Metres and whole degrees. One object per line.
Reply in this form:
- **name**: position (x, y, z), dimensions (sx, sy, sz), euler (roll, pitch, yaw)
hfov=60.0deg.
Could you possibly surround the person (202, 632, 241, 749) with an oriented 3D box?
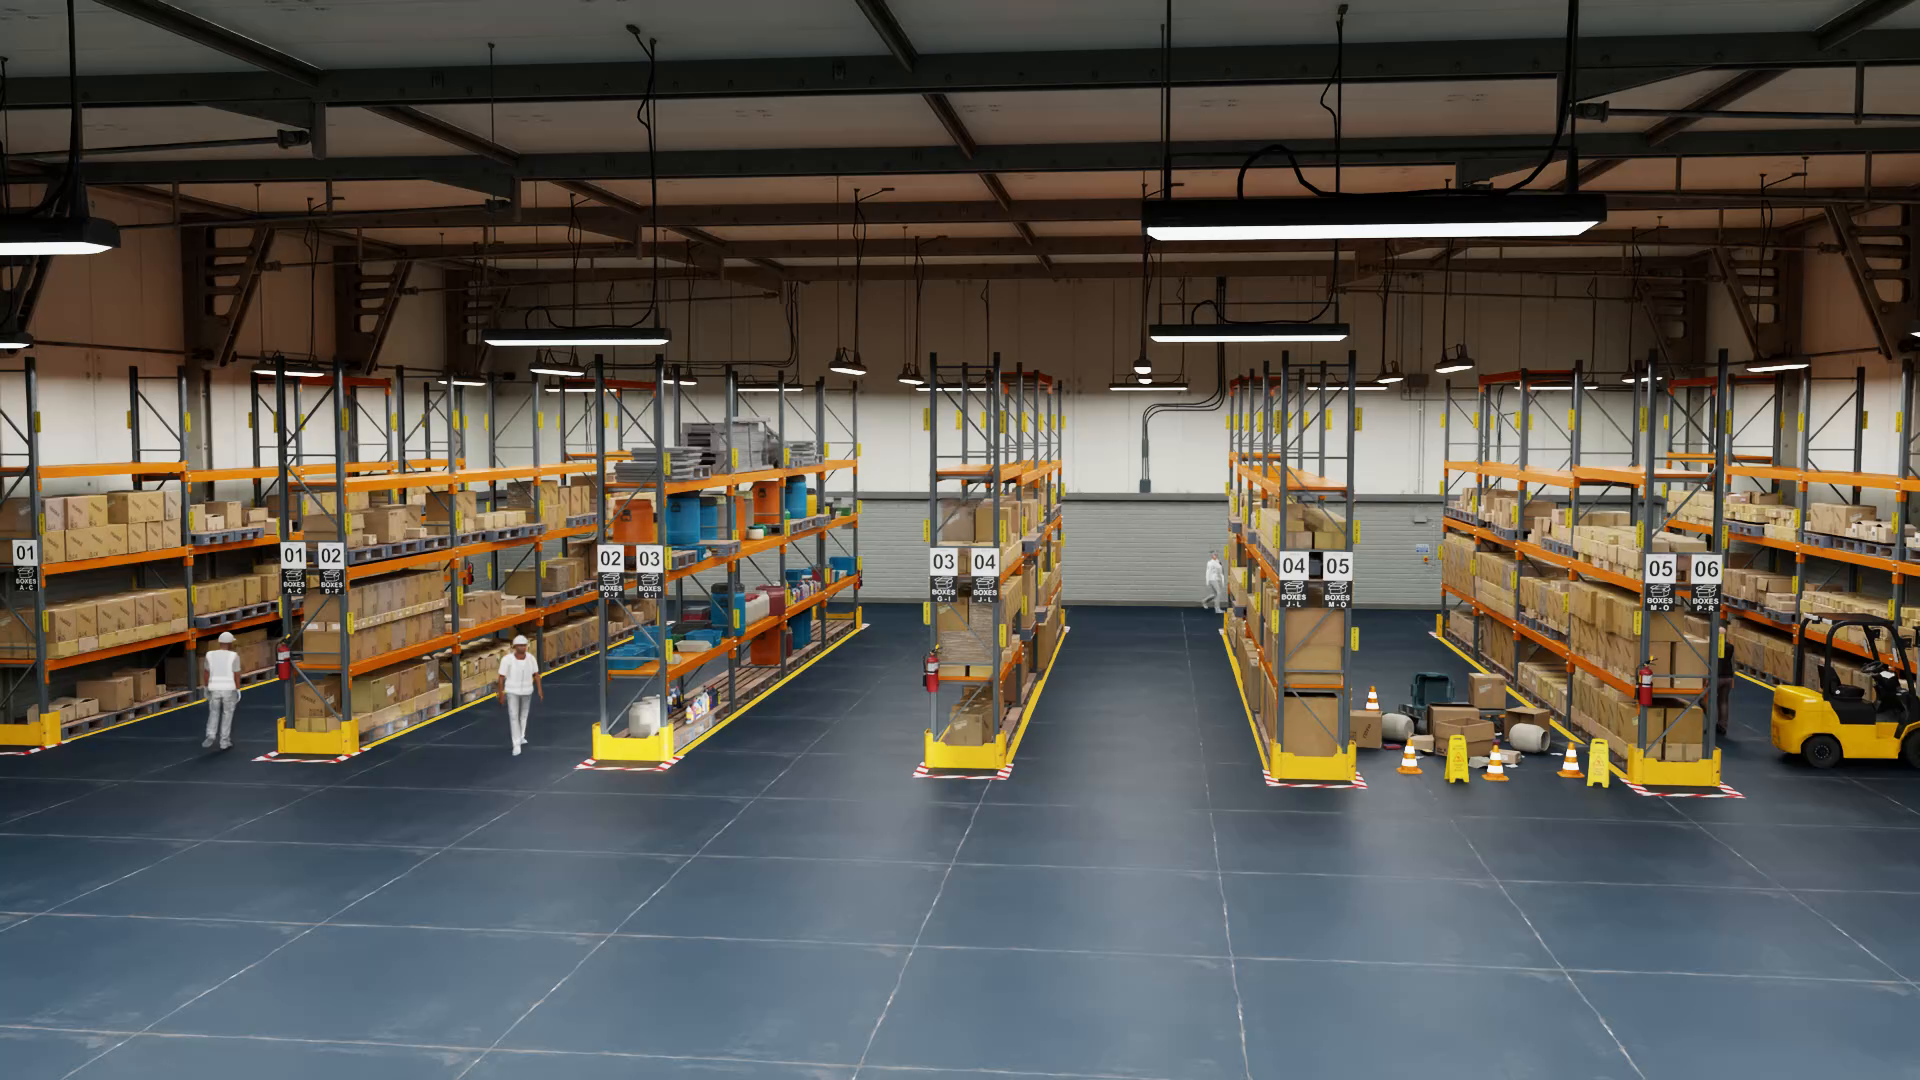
- **person**: position (-11.291, 2.303, 25.406), dimensions (0.591, 1.781, 0.545), euler (0, 4, -2)

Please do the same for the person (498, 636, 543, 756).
- **person**: position (-6.719, 2.337, 25.398), dimensions (0.647, 1.759, 0.936), euler (-2, 4, -25)

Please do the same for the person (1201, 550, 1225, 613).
- **person**: position (6.665, 1.068, 43.610), dimensions (0.719, 1.659, 0.433), euler (3, 5, 32)

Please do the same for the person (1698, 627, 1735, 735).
- **person**: position (12.181, 2.266, 26.713), dimensions (0.567, 1.745, 0.389), euler (-1, 4, -17)
